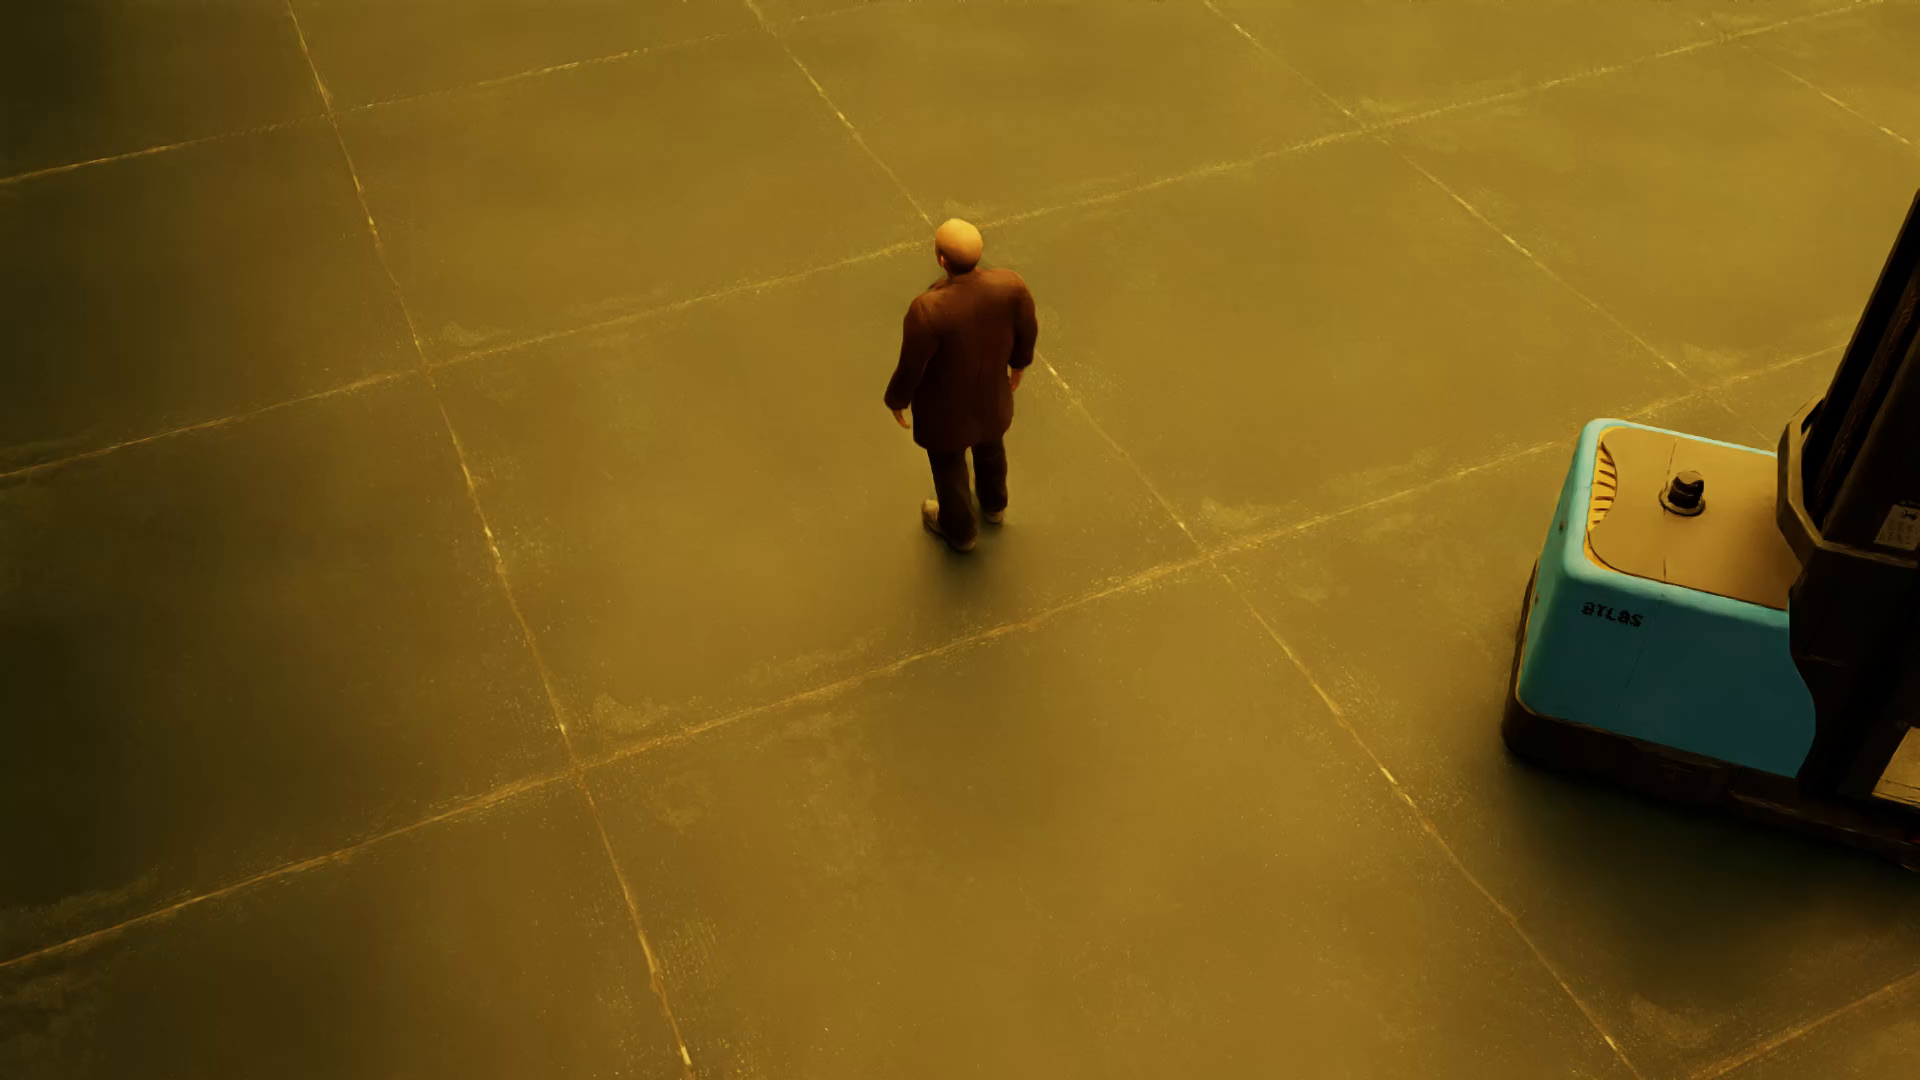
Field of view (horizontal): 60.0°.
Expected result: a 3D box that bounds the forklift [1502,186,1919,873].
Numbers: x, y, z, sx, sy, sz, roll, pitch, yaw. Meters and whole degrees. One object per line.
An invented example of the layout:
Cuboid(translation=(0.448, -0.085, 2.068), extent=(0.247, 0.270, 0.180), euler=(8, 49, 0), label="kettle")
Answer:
Cuboid(translation=(3.810, -0.148, 5.838), extent=(3.031, 2.935, 1.130), euler=(14, 45, 15), label="forklift")

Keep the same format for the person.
Cuboid(translation=(-0.034, -0.713, 7.279), extent=(0.694, 1.776, 0.580), euler=(-18, 46, -18), label="person")
